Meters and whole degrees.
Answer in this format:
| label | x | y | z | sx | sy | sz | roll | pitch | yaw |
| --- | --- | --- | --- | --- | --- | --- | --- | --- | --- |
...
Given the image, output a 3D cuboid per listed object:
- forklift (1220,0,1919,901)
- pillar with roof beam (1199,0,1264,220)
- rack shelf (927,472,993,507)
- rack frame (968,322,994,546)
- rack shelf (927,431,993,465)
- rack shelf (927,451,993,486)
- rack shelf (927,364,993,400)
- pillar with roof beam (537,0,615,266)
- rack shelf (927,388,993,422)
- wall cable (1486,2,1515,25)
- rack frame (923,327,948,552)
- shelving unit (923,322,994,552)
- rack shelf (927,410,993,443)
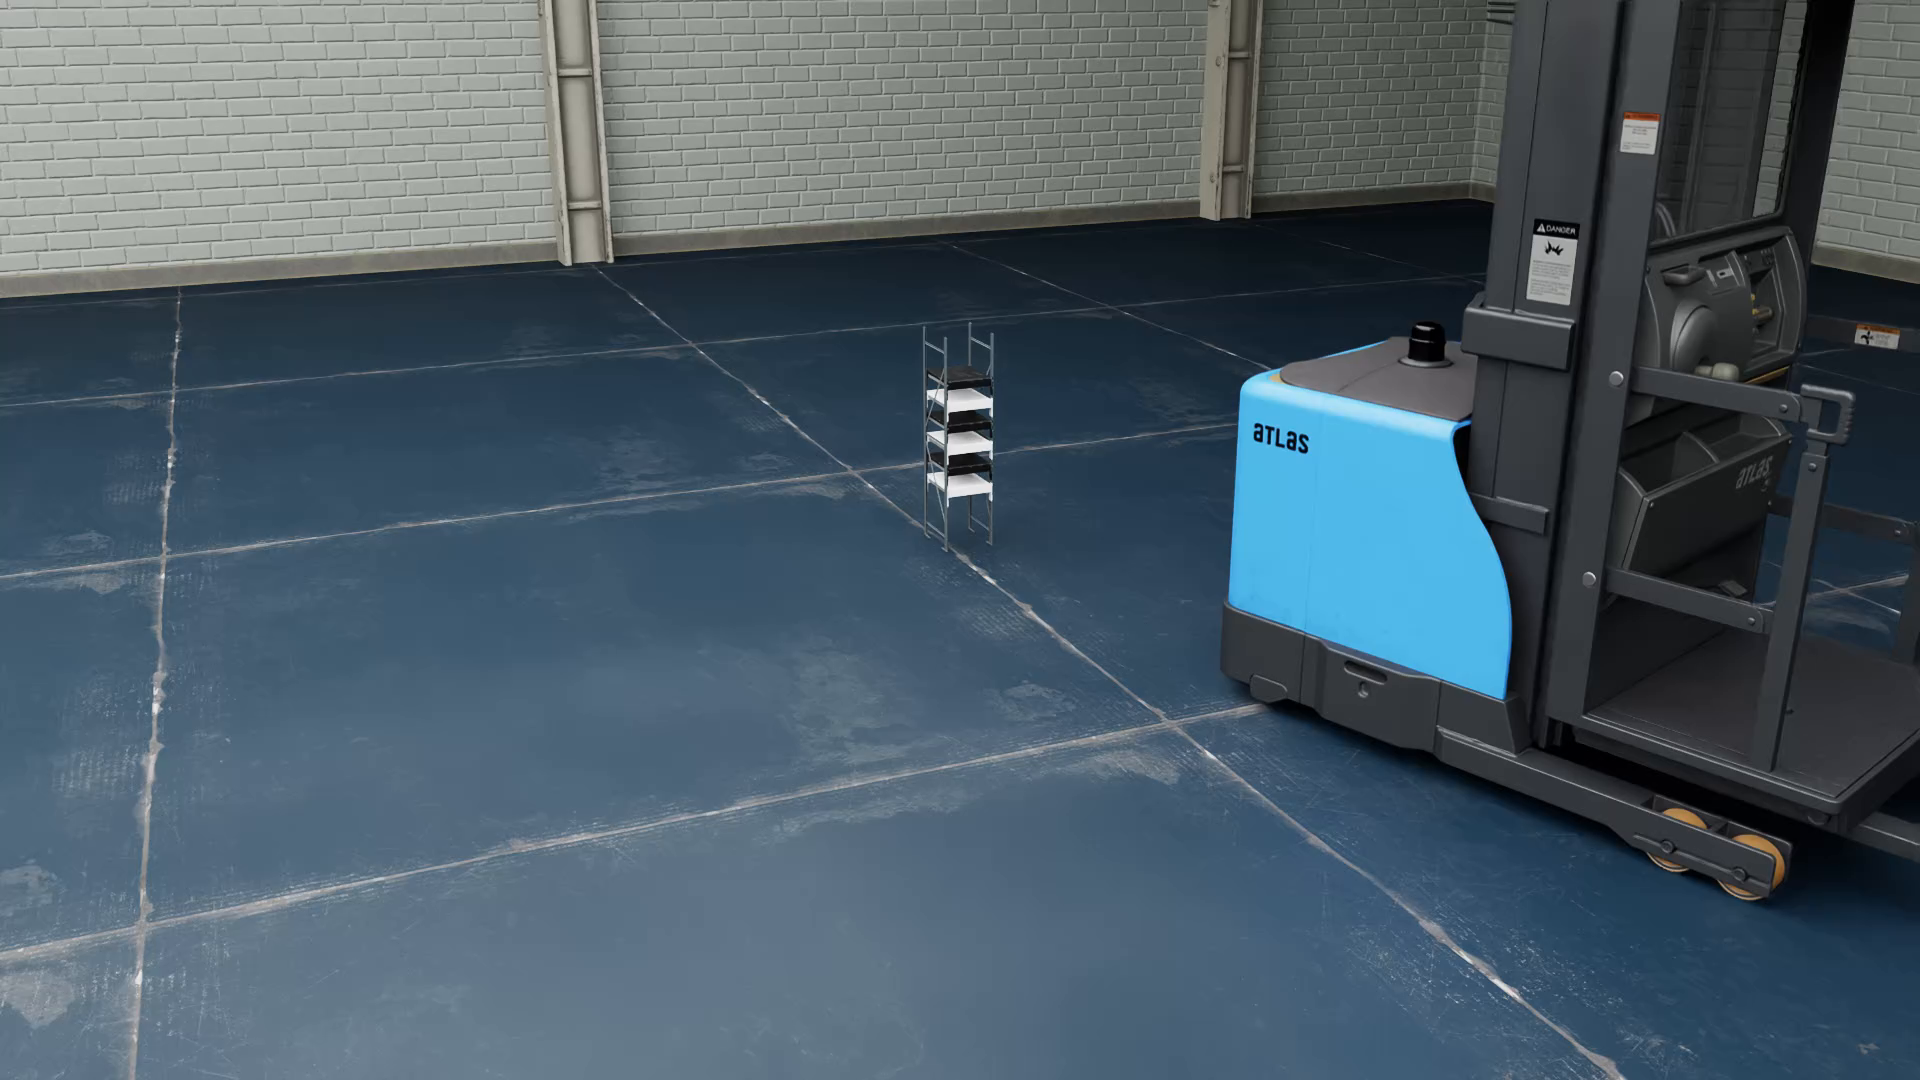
| label | x | y | z | sx | sy | sz | roll | pitch | yaw |
| --- | --- | --- | --- | --- | --- | --- | --- | --- | --- |
| forklift | 2.242 | -0.633 | 4.407 | 1.130 | 2.935 | 3.031 | -17 | 26 | -40 |
| pillar with roof beam | 4.197 | -5.974 | 10.439 | 0.400 | 9.000 | 9.100 | -8 | 21 | -22 |
| rack shelf | -0.007 | -0.222 | 6.940 | 0.200 | 0.077 | 0.258 | -8 | 21 | -22 |
| rack frame | 0.086 | -0.437 | 6.908 | 0.006 | 0.900 | 0.240 | -8 | 21 | -22 |
| rack shelf | -0.007 | -0.392 | 6.881 | 0.200 | 0.077 | 0.258 | -8 | 21 | -22 |
| rack shelf | -0.007 | -0.307 | 6.911 | 0.200 | 0.077 | 0.258 | -8 | 21 | -22 |
| rack shelf | -0.007 | -0.647 | 6.791 | 0.200 | 0.077 | 0.258 | -8 | 21 | -22 |
| pillar with roof beam | -1.312 | -5.185 | 8.198 | 0.400 | 9.000 | 9.100 | -8 | 21 | -22 |
| rack shelf | -0.007 | -0.562 | 6.821 | 0.200 | 0.077 | 0.258 | -8 | 21 | -22 |
| wall cable | 5.721 | -5.806 | 14.639 | 0.112 | 2.526 | 3.097 | -8 | 21 | -22 |
| rack frame | -0.101 | -0.410 | 6.832 | 0.006 | 0.900 | 0.240 | -8 | 21 | -22 |
| shelving unit | -0.007 | -0.423 | 6.870 | 0.210 | 0.900 | 0.258 | -8 | 21 | -22 |
| rack shelf | -0.007 | -0.477 | 6.851 | 0.200 | 0.077 | 0.258 | -8 | 21 | -22 |
